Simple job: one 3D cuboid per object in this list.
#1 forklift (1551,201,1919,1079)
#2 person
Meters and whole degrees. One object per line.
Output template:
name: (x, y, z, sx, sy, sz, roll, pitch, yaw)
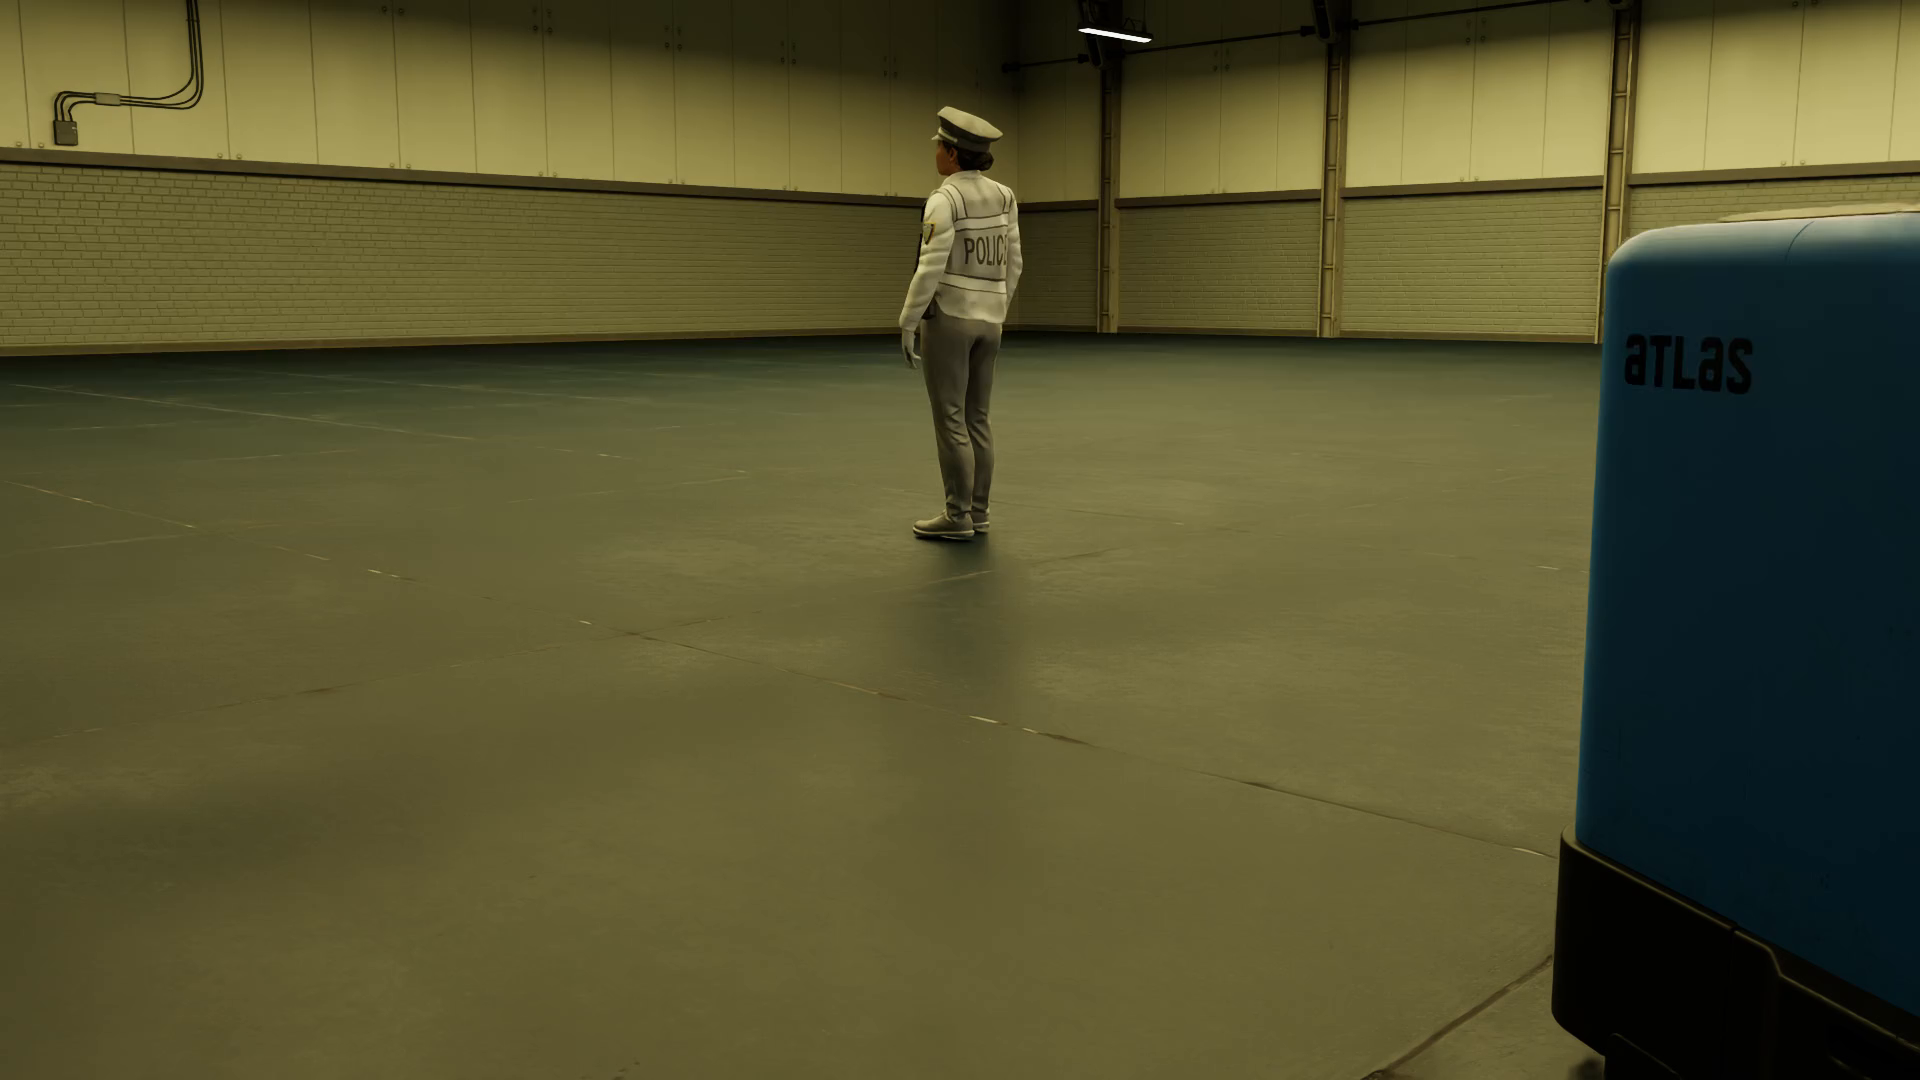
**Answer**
forklift: (1.644, -0.575, 0.689, 1.130, 2.935, 3.031, -2, 9, -15)
person: (-0.045, -0.853, 6.642, 0.530, 1.694, 0.587, 8, 12, 43)
